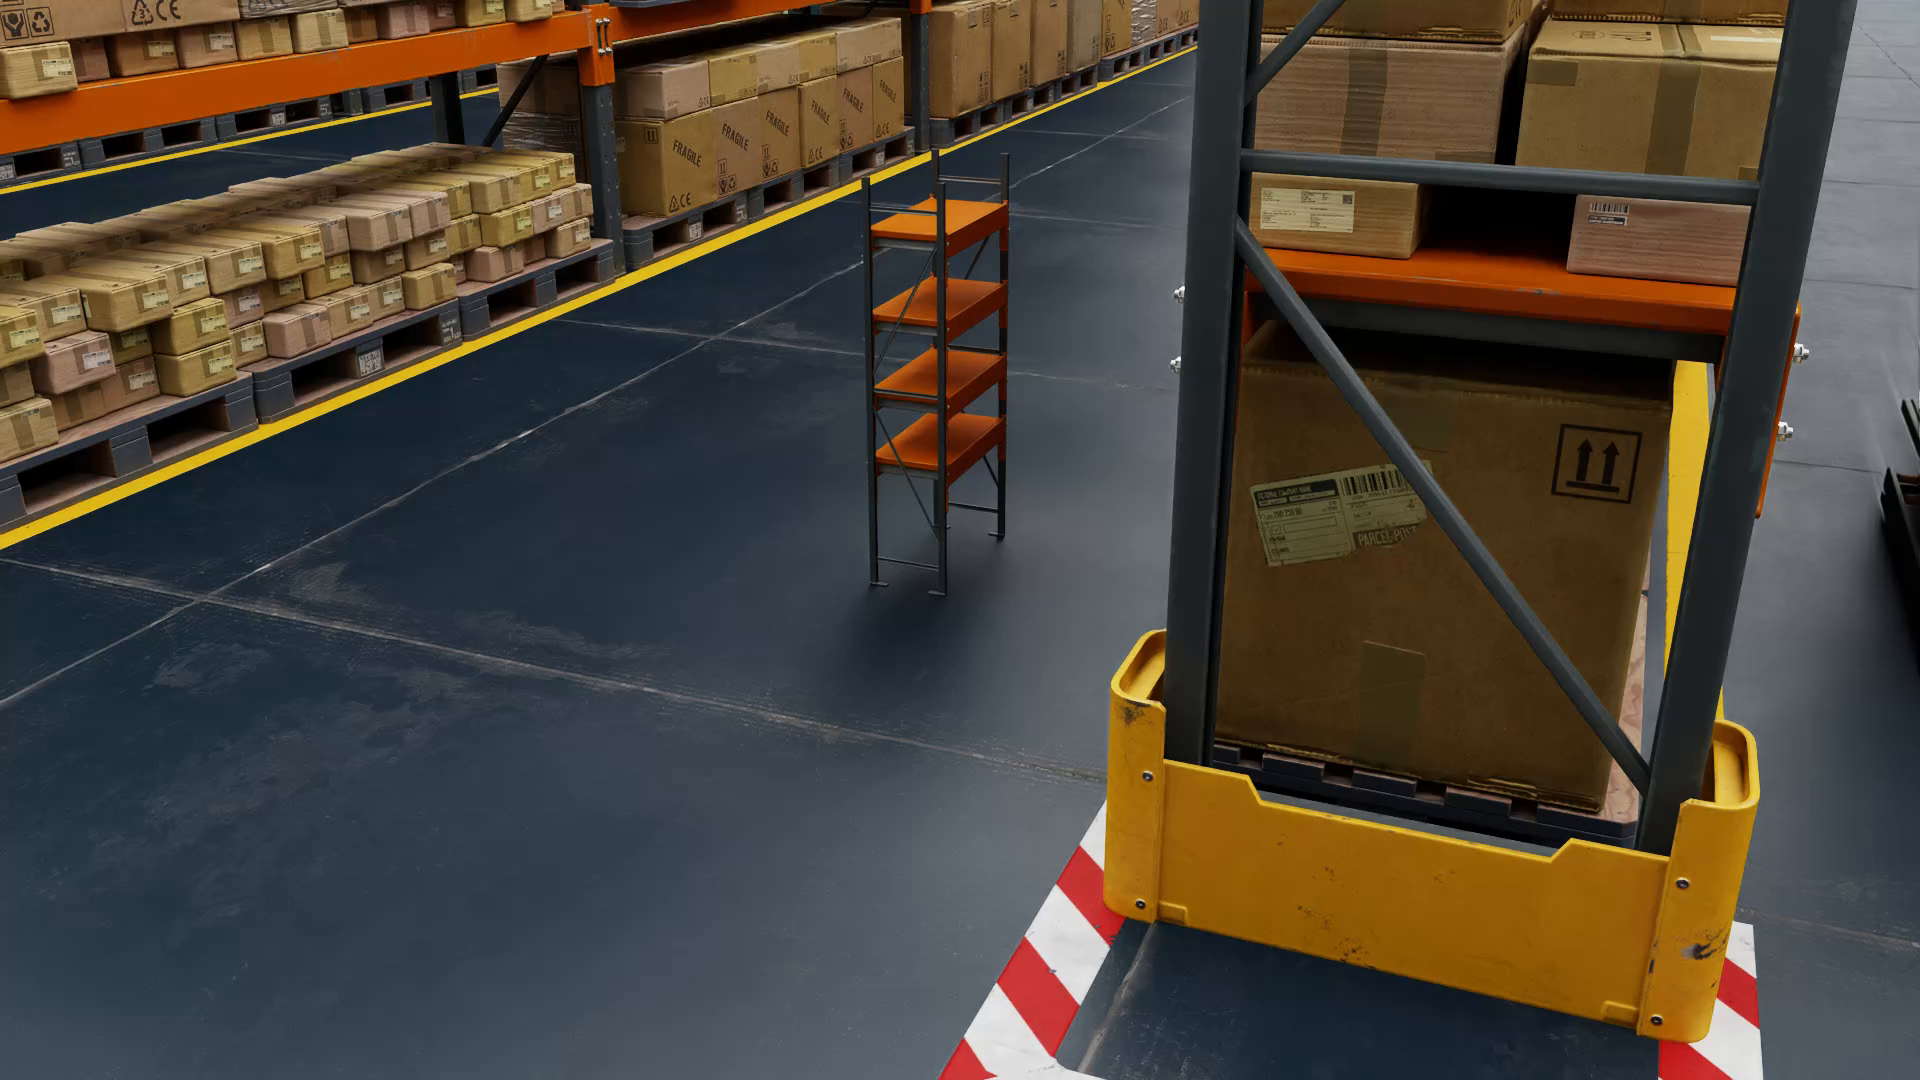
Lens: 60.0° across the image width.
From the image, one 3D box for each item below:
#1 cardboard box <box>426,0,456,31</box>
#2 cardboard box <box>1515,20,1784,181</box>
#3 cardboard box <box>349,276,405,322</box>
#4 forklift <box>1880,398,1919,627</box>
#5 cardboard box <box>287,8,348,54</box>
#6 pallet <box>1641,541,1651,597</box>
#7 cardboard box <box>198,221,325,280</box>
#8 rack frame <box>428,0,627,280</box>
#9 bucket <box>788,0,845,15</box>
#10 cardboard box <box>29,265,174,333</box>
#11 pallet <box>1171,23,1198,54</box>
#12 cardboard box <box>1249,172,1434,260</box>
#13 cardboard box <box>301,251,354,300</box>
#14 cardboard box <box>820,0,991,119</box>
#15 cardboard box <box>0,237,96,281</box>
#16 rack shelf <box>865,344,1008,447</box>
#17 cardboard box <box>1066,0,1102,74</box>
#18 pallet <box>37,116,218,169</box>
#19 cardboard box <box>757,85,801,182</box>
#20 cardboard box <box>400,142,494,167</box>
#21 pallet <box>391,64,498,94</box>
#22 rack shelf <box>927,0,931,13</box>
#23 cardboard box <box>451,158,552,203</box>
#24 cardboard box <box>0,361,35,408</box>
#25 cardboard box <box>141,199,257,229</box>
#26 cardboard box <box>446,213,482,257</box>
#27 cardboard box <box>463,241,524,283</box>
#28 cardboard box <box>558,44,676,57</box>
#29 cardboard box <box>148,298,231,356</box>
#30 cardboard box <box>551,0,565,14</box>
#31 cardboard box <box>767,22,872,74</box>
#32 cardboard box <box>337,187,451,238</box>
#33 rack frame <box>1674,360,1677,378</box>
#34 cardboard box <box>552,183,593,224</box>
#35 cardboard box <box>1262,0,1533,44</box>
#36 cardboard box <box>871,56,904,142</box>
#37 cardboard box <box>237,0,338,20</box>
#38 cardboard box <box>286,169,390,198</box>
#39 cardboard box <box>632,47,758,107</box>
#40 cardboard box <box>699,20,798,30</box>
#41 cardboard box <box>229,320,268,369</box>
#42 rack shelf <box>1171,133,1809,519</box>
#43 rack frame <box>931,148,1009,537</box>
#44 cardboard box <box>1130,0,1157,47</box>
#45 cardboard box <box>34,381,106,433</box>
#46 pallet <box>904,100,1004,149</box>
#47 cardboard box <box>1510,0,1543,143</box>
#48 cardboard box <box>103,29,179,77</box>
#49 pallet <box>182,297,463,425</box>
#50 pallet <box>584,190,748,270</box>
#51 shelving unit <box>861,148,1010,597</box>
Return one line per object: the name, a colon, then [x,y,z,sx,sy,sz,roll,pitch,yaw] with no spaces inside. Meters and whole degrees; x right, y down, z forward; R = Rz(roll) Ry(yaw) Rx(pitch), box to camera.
cardboard box: [-2.386,-2.257,7.088,0.380,0.149,0.250,8,24,19]
cardboard box: [1.322,-0.809,3.105,0.500,0.250,0.500,8,24,19]
cardboard box: [-2.562,-1.021,6.957,0.380,0.149,0.250,9,24,21]
forklift: [3.408,-1.241,4.418,1.130,2.935,3.031,9,24,21]
cardboard box: [-2.591,-1.965,6.387,0.380,0.149,0.250,9,24,21]
pallet: [1.572,-0.054,5.105,1.003,0.211,1.213,9,24,20]
cardboard box: [-2.694,-1.120,6.422,0.380,0.149,0.250,9,24,21]
rack frame: [-2.189,-2.786,8.028,1.000,3.000,0.127,9,24,20]
bucket: [-1.307,-5.218,16.127,0.726,0.611,0.620,19,39,38]
cardboard box: [-2.961,-0.834,5.737,0.380,0.149,0.250,9,24,20]
pallet: [2.044,-5.496,18.134,1.003,0.211,1.213,9,24,20]
cardboard box: [0.720,-0.667,3.281,0.380,0.149,0.250,9,24,21]
cardboard box: [-2.700,-1.094,6.746,0.380,0.149,0.250,10,25,23]
cardboard box: [-0.393,-3.578,12.298,1.050,0.750,0.750,8,24,19]
cardboard box: [-3.433,-1.009,6.157,0.380,0.149,0.250,8,24,18]
rack shelf: [-0.061,-0.432,4.903,0.258,0.148,0.480,9,24,20]
cardboard box: [0.636,-4.569,14.672,1.050,0.750,0.750,9,24,20]
pallet: [-6.154,-2.897,11.911,1.003,0.211,1.213,9,24,20]
cardboard box: [-1.291,-2.432,9.878,0.500,0.500,0.500,9,24,21]
cardboard box: [-2.509,-1.845,8.158,0.380,0.149,0.250,10,25,22]
pallet: [-4.590,-4.318,15.313,1.003,0.211,1.213,9,24,20]
rack shelf: [0.040,-4.601,13.307,1.077,0.370,4.000,9,24,20]
cardboard box: [-2.137,-1.677,7.755,0.380,0.149,0.250,9,24,21]
cardboard box: [-3.242,-0.521,5.373,0.380,0.149,0.250,10,25,22]
cardboard box: [-3.113,-1.290,6.828,0.380,0.149,0.250,9,24,20]
cardboard box: [-2.367,-1.371,7.408,0.380,0.149,0.250,9,24,21]
cardboard box: [-2.230,-1.290,7.601,0.380,0.149,0.250,8,24,18]
cardboard box: [-1.943,-2.657,9.445,0.500,0.250,0.500,10,25,23]
cardboard box: [-2.883,-0.787,6.011,0.380,0.149,0.250,10,25,22]
cardboard box: [-2.077,-2.534,7.752,0.380,0.149,0.250,8,24,19]
cardboard box: [-0.891,-3.139,10.599,0.500,0.250,0.500,9,24,21]
cardboard box: [-2.407,-1.395,7.080,0.380,0.149,0.250,8,24,17]
rack frame: [2.379,-2.040,6.241,1.000,3.000,0.127,9,24,20]
cardboard box: [-2.011,-1.643,8.060,0.380,0.149,0.250,9,24,21]
cardboard box: [0.830,-1.234,3.149,0.500,0.500,0.500,9,24,21]
cardboard box: [-0.705,-2.985,11.202,0.500,0.500,0.500,9,24,20]
cardboard box: [-2.699,-2.211,6.136,0.500,0.500,0.500,8,24,19]
cardboard box: [-2.790,-1.561,7.477,0.380,0.149,0.250,8,24,19]
cardboard box: [-1.473,-2.590,9.284,0.500,0.250,0.500,9,24,22]
cardboard box: [-1.372,-3.210,10.769,0.500,0.250,0.500,8,24,19]
cardboard box: [-2.873,-0.750,6.309,0.380,0.149,0.250,9,24,20]
rack shelf: [1.636,-0.992,4.667,1.077,0.370,4.000,9,24,20]
rack frame: [0.029,-0.582,5.086,0.240,1.200,0.015,9,24,20]
cardboard box: [1.413,-5.400,16.499,0.875,0.875,0.875,9,24,20]
cardboard box: [-3.162,-0.480,5.661,0.380,0.149,0.250,9,24,20]
pallet: [-0.340,-3.202,12.642,1.003,0.211,1.213,9,24,20]
cardboard box: [1.016,-1.069,3.727,0.500,0.250,0.500,8,24,19]
cardboard box: [-2.952,-1.699,5.752,0.380,0.149,0.250,9,24,20]
pallet: [-2.857,-0.816,6.929,1.003,0.211,1.213,9,24,20]
pallet: [-1.901,-1.778,9.233,1.003,0.211,1.213,9,24,20]
shelving unit: [-0.061,-0.494,4.877,0.258,1.200,0.503,9,24,20]
